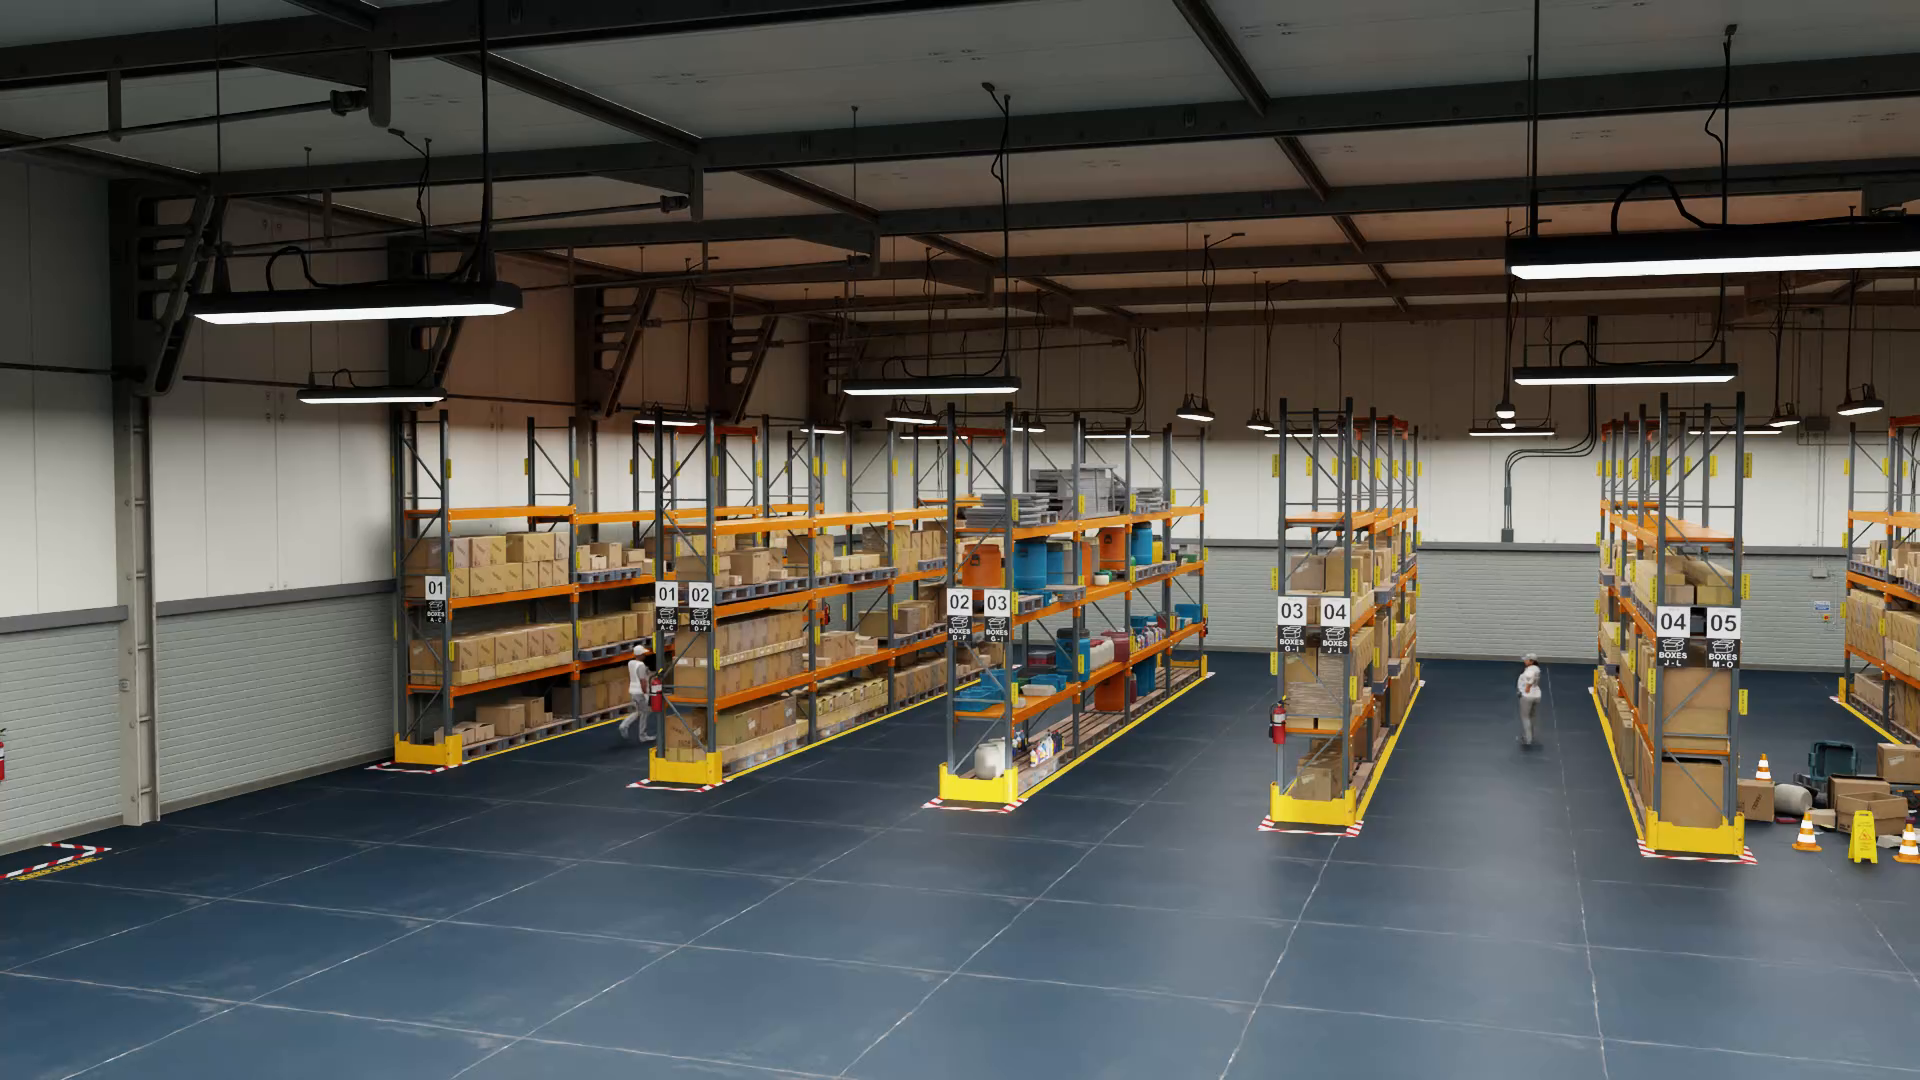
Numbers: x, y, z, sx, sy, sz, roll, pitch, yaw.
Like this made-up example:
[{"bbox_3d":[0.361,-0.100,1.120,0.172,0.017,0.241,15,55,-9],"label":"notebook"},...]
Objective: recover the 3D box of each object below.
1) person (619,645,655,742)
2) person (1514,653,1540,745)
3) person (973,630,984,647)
[{"bbox_3d":[-5.885,2.801,30.325,0.670,1.776,0.566,-2,3,-38],"label":"person"},{"bbox_3d":[10.296,2.884,30.347,0.510,1.664,0.584,-2,3,-37],"label":"person"},{"bbox_3d":[0.556,2.209,45.024,0.490,1.689,0.459,-1,3,-29],"label":"person"}]
